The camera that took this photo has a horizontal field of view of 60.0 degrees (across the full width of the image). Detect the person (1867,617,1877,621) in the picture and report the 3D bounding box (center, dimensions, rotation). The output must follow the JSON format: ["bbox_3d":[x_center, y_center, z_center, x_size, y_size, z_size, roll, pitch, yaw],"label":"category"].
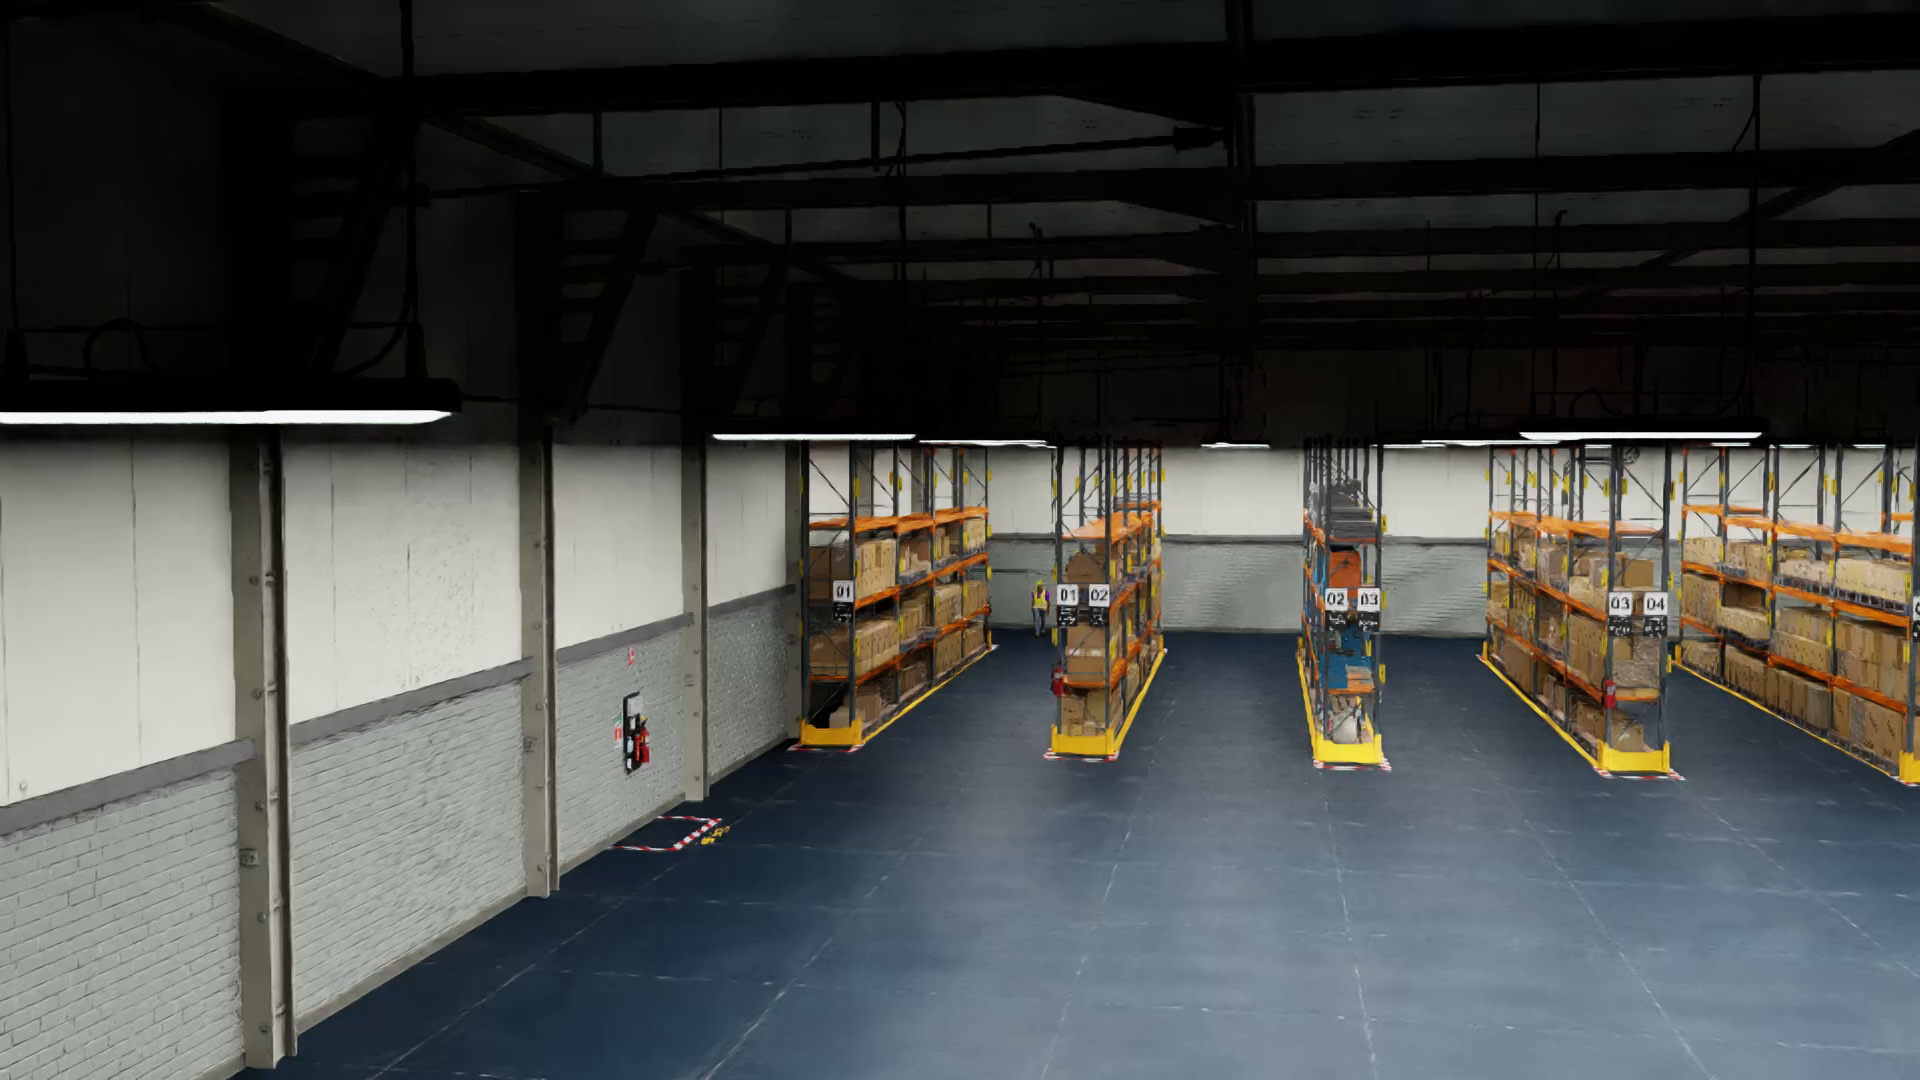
[{"bbox_3d":[22.830,2.602,41.553,0.554,1.722,1.037,1,3,20],"label":"person"}]

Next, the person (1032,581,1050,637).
[{"bbox_3d":[2.485,2.105,51.125,0.589,1.716,1.043,0,3,9],"label":"person"}]
